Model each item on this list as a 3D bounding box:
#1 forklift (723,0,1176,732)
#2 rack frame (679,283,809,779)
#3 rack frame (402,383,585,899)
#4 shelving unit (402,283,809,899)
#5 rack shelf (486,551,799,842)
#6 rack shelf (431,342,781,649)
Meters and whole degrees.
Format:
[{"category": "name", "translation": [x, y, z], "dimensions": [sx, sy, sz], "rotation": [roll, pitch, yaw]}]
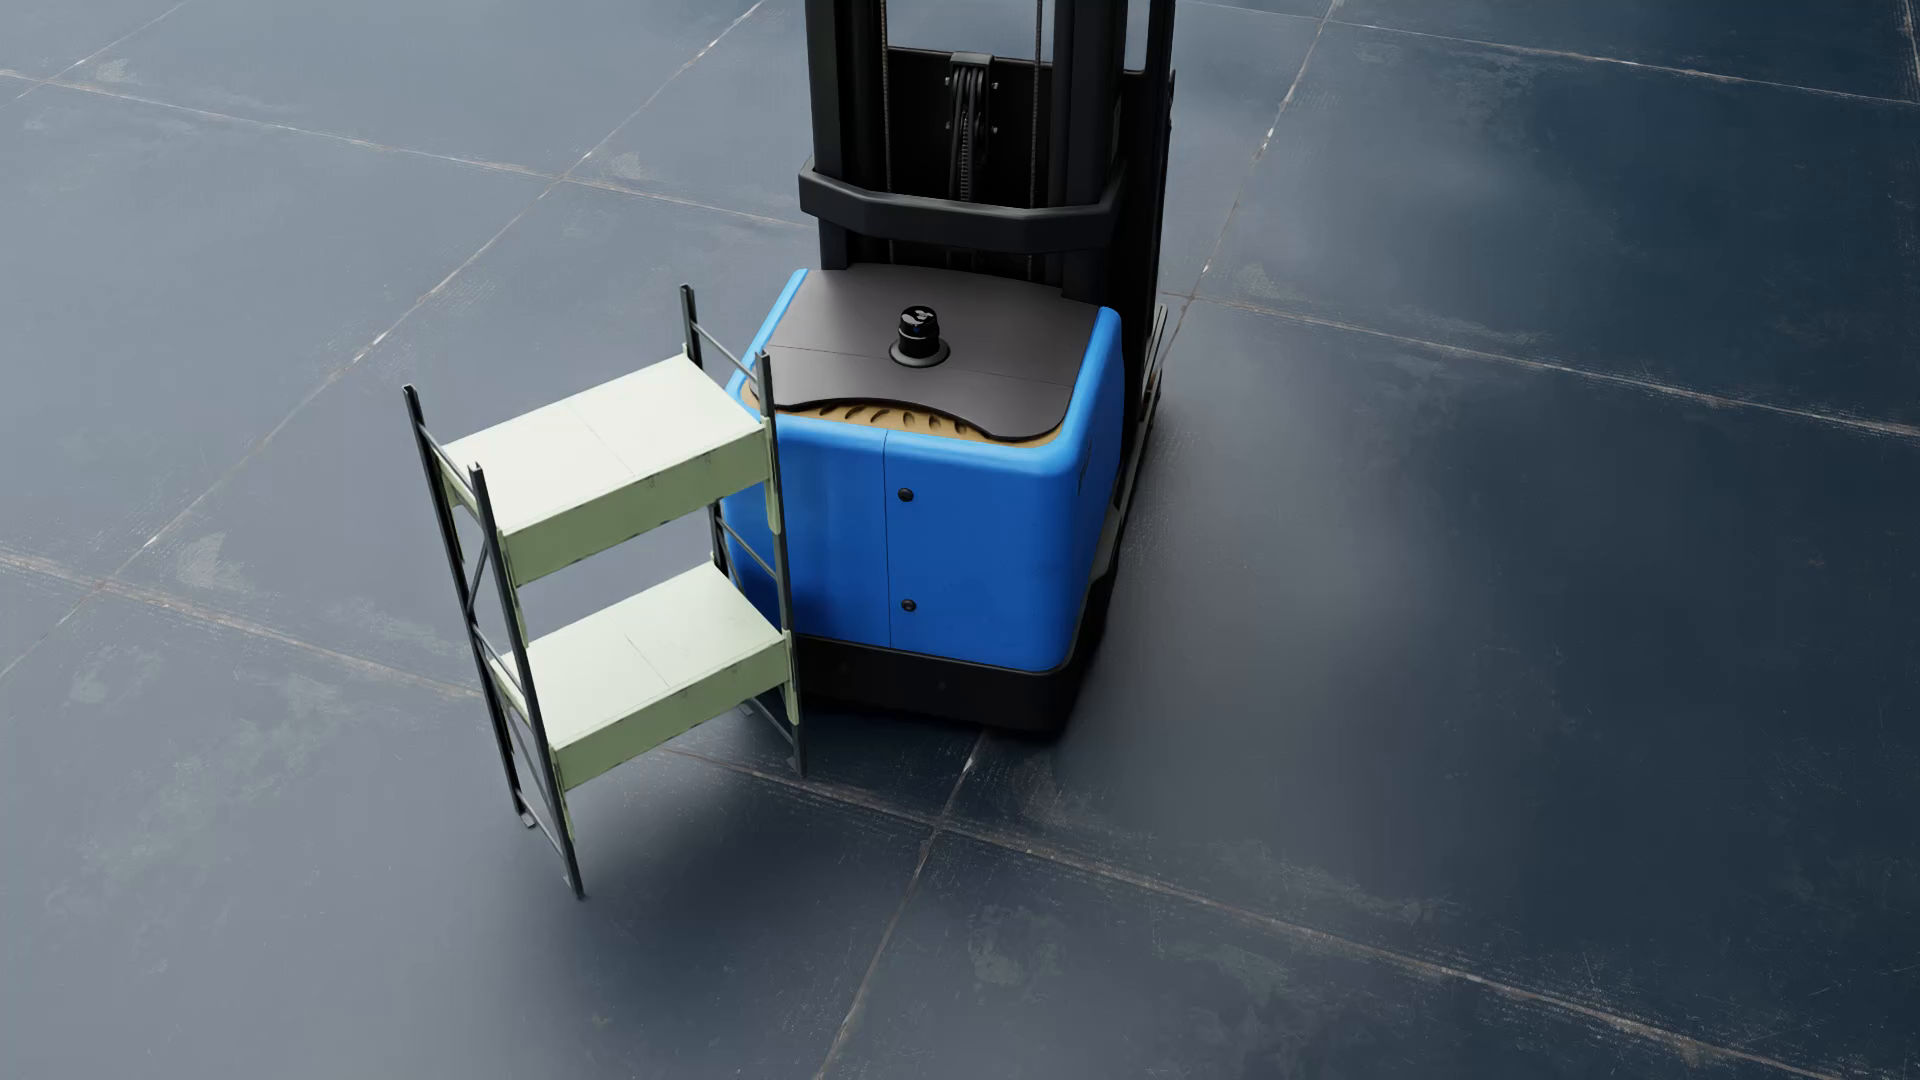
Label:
[{"category": "forklift", "translation": [0.144, -1.508, 5.259], "dimensions": [1.130, 2.935, 3.031], "rotation": [9, 41, 10]}, {"category": "rack frame", "translation": [-0.579, 0.029, 4.558], "dimensions": [0.023, 1.500, 0.400], "rotation": [-26, 47, -27]}, {"category": "rack frame", "translation": [-1.166, 0.314, 4.227], "dimensions": [0.023, 1.500, 0.400], "rotation": [-26, 47, -27]}, {"category": "shelving unit", "translation": [-0.872, 0.171, 4.392], "dimensions": [0.755, 1.500, 0.431], "rotation": [-26, 47, -27]}, {"category": "rack shelf", "translation": [-0.872, 0.419, 4.604], "dimensions": [0.720, 0.370, 0.431], "rotation": [-26, 47, -27]}, {"category": "rack shelf", "translation": [-0.873, -0.125, 4.139], "dimensions": [0.720, 0.370, 0.431], "rotation": [-26, 47, -27]}]
